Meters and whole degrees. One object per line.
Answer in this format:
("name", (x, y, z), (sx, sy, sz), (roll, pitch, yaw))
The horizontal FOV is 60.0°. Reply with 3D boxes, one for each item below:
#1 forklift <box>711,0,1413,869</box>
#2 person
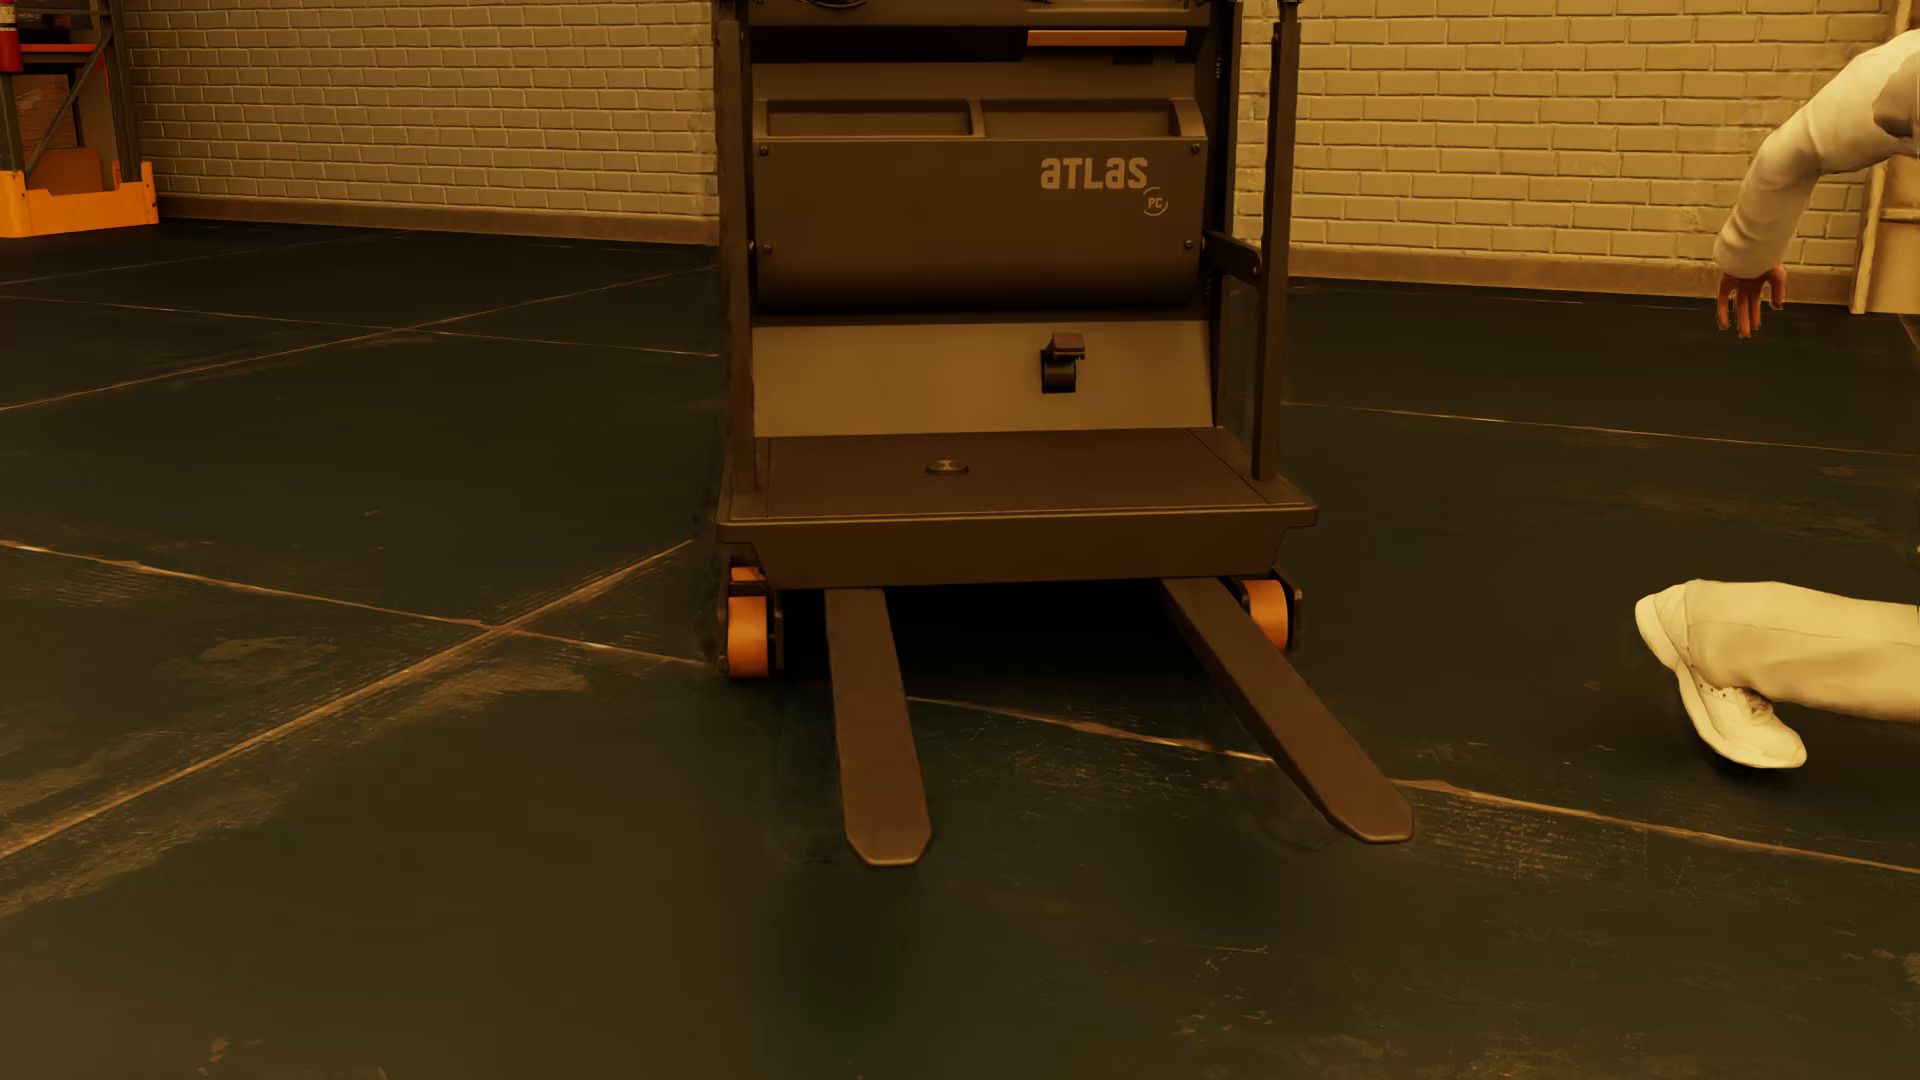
("forklift", (0.064, -1.239, 3.101), (1.130, 2.935, 3.031), (-2, 16, -6))
("person", (1.666, -0.322, 2.579), (1.048, 1.497, 0.877), (6, 17, 19))
